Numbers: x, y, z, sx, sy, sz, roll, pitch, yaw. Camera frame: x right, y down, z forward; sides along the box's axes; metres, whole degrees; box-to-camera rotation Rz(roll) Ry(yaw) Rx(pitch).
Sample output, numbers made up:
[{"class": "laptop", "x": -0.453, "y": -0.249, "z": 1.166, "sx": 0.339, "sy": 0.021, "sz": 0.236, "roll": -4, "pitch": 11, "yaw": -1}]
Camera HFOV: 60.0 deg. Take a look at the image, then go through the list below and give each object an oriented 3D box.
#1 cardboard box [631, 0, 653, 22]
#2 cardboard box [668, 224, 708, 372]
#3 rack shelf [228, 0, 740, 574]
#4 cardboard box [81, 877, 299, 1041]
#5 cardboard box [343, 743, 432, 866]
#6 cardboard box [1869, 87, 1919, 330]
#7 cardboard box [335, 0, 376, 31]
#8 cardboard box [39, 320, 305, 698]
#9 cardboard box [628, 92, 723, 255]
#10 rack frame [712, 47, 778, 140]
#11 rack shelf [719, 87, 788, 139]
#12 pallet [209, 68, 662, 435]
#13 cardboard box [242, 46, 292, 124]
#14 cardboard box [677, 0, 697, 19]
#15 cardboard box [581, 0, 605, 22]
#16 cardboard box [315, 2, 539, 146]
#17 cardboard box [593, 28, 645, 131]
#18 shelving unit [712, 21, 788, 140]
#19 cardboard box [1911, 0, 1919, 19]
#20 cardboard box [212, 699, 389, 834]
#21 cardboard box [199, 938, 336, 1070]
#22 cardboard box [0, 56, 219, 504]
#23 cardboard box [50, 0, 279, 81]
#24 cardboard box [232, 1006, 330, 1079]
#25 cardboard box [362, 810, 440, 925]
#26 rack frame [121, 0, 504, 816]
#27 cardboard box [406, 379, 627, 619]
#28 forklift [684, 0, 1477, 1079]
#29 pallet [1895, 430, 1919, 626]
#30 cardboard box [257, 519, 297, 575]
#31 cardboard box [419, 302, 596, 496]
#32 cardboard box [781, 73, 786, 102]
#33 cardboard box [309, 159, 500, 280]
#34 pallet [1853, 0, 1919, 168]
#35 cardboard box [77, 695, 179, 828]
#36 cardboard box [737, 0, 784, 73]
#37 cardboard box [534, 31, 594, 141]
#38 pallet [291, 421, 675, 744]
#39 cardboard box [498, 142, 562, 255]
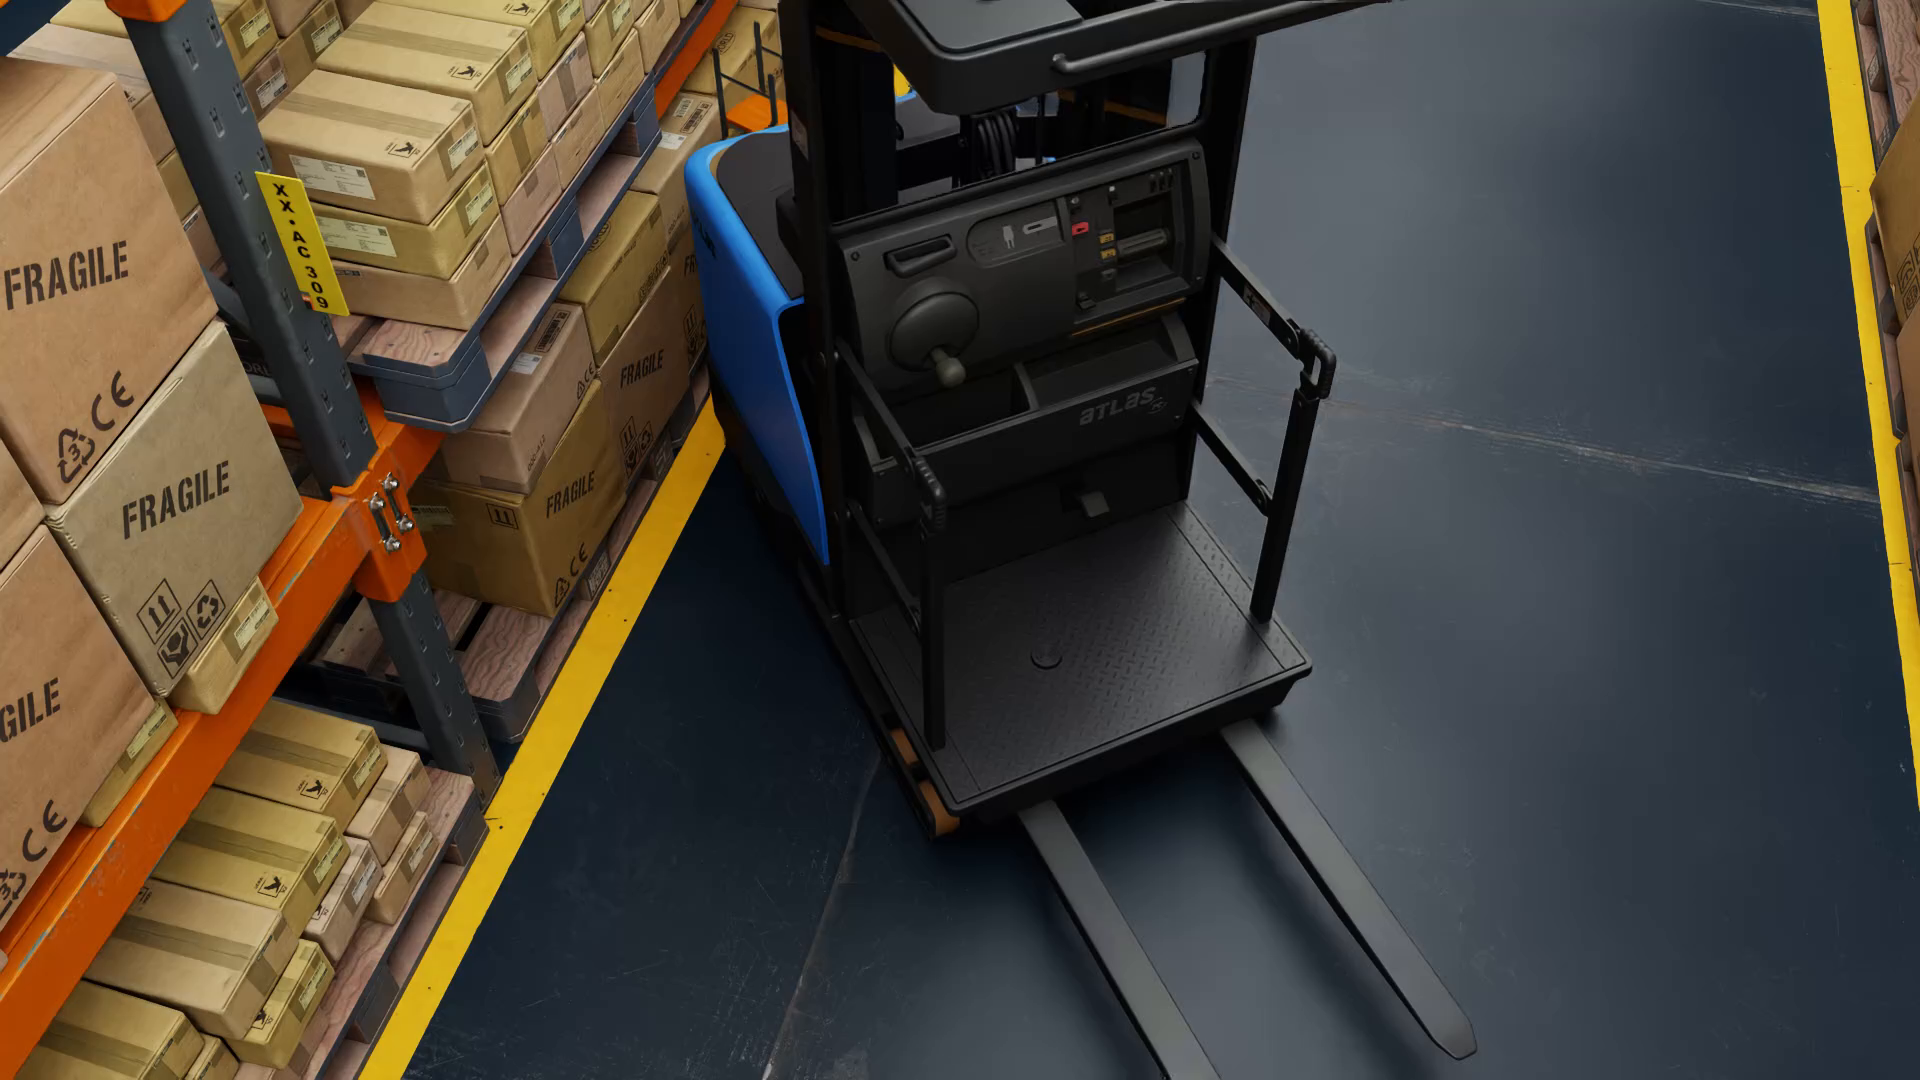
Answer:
[{"class": "cardboard box", "x": -0.959, "y": -1.481, "z": 4.245, "sx": 0.380, "sy": 0.149, "sz": 0.250, "roll": 13, "pitch": 50, "yaw": 12}, {"class": "cardboard box", "x": -1.064, "y": -0.932, "z": 5.459, "sx": 0.500, "sy": 0.500, "sz": 0.500, "roll": 12, "pitch": 50, "yaw": 11}, {"class": "rack shelf", "x": -1.251, "y": -1.582, "z": 5.126, "sx": 1.077, "sy": 0.370, "sz": 4.000, "roll": 12, "pitch": 50, "yaw": 10}, {"class": "cardboard box", "x": -1.707, "y": 0.917, "z": 3.665, "sx": 0.380, "sy": 0.149, "sz": 0.250, "roll": 11, "pitch": 50, "yaw": 10}, {"class": "cardboard box", "x": -1.553, "y": 0.623, "z": 4.123, "sx": 0.380, "sy": 0.149, "sz": 0.250, "roll": 12, "pitch": 50, "yaw": 11}, {"class": "cardboard box", "x": 3.833, "y": -1.156, "z": 5.407, "sx": 1.225, "sy": 0.875, "sz": 0.875, "roll": 9, "pitch": 49, "yaw": 8}, {"class": "cardboard box", "x": -1.659, "y": -1.423, "z": 4.195, "sx": 0.380, "sy": 0.149, "sz": 0.250, "roll": 10, "pitch": 49, "yaw": 9}, {"class": "cardboard box", "x": -1.632, "y": -0.100, "z": 3.072, "sx": 0.500, "sy": 0.500, "sz": 0.500, "roll": 12, "pitch": 50, "yaw": 10}, {"class": "cardboard box", "x": -1.051, "y": -1.170, "z": 5.169, "sx": 0.500, "sy": 0.250, "sz": 0.500, "roll": 13, "pitch": 50, "yaw": 11}, {"class": "rack frame", "x": -0.644, "y": -1.013, "z": 5.341, "sx": 0.240, "sy": 1.200, "sz": 0.006, "roll": 30, "pitch": 55, "yaw": 23}, {"class": "rack shelf", "x": -0.586, "y": -1.274, "z": 5.151, "sx": 0.258, "sy": 0.103, "sz": 0.180, "roll": 30, "pitch": 55, "yaw": 23}, {"class": "pallet", "x": -1.435, "y": -0.834, "z": 4.114, "sx": 1.003, "sy": 0.211, "sz": 1.213, "roll": 12, "pitch": 50, "yaw": 10}, {"class": "cardboard box", "x": -1.795, "y": -1.046, "z": 3.861, "sx": 0.380, "sy": 0.149, "sz": 0.250, "roll": 12, "pitch": 50, "yaw": 10}, {"class": "cardboard box", "x": -0.891, "y": -1.569, "z": 4.522, "sx": 0.380, "sy": 0.149, "sz": 0.250, "roll": 11, "pitch": 49, "yaw": 9}, {"class": "cardboard box", "x": -1.024, "y": -1.389, "z": 3.966, "sx": 0.380, "sy": 0.149, "sz": 0.250, "roll": 11, "pitch": 49, "yaw": 10}, {"class": "cardboard box", "x": -1.162, "y": -1.024, "z": 3.643, "sx": 0.380, "sy": 0.149, "sz": 0.250, "roll": 13, "pitch": 50, "yaw": 11}, {"class": "cardboard box", "x": -1.026, "y": -1.187, "z": 4.184, "sx": 0.380, "sy": 0.149, "sz": 0.250, "roll": 12, "pitch": 50, "yaw": 10}, {"class": "shelving unit", "x": -0.589, "y": -1.067, "z": 5.389, "sx": 0.258, "sy": 1.200, "sz": 0.189, "roll": 30, "pitch": 55, "yaw": 23}, {"class": "cardboard box", "x": 4.325, "y": -2.426, "z": 6.764, "sx": 0.700, "sy": 0.500, "sz": 0.500, "roll": 8, "pitch": 49, "yaw": 7}, {"class": "cardboard box", "x": -1.619, "y": 0.542, "z": 3.995, "sx": 0.380, "sy": 0.149, "sz": 0.250, "roll": 13, "pitch": 50, "yaw": 11}, {"class": "cardboard box", "x": -1.666, "y": 1.018, "z": 3.774, "sx": 0.380, "sy": 0.149, "sz": 0.250, "roll": 10, "pitch": 49, "yaw": 9}, {"class": "cardboard box", "x": -1.640, "y": -0.443, "z": 2.708, "sx": 0.500, "sy": 0.500, "sz": 0.500, "roll": 10, "pitch": 49, "yaw": 9}, {"class": "cardboard box", "x": -1.790, "y": -1.150, "z": 3.755, "sx": 0.380, "sy": 0.149, "sz": 0.250, "roll": 10, "pitch": 49, "yaw": 9}, {"class": "cardboard box", "x": -1.708, "y": 1.157, "z": 3.850, "sx": 0.380, "sy": 0.149, "sz": 0.250, "roll": 10, "pitch": 49, "yaw": 9}, {"class": "cardboard box", "x": -1.551, "y": 0.781, "z": 4.181, "sx": 0.380, "sy": 0.149, "sz": 0.250, "roll": 12, "pitch": 50, "yaw": 11}, {"class": "rack frame", "x": -1.777, "y": -0.374, "z": 3.579, "sx": 1.000, "sy": 3.000, "sz": 0.127, "roll": 12, "pitch": 50, "yaw": 10}, {"class": "cardboard box", "x": -1.327, "y": -0.168, "z": 4.785, "sx": 0.500, "sy": 0.500, "sz": 0.500, "roll": 13, "pitch": 50, "yaw": 11}, {"class": "forklift", "x": 0.267, "y": -0.546, "z": 3.777, "sx": 1.130, "sy": 2.935, "sz": 3.031, "roll": -20, "pitch": 51, "yaw": -16}, {"class": "pallet", "x": 3.431, "y": 0.143, "z": 4.983, "sx": 1.003, "sy": 0.211, "sz": 1.213, "roll": 12, "pitch": 50, "yaw": 10}, {"class": "cardboard box", "x": -1.626, "y": -0.038, "z": 3.450, "sx": 0.380, "sy": 0.149, "sz": 0.250, "roll": 11, "pitch": 50, "yaw": 10}, {"class": "cardboard box", "x": -1.328, "y": -0.416, "z": 4.504, "sx": 0.500, "sy": 0.250, "sz": 0.500, "roll": 10, "pitch": 49, "yaw": 8}, {"class": "cardboard box", "x": -0.785, "y": -1.677, "z": 6.116, "sx": 0.500, "sy": 0.500, "sz": 0.500, "roll": 13, "pitch": 50, "yaw": 12}, {"class": "cardboard box", "x": -1.230, "y": -0.722, "z": 3.576, "sx": 0.380, "sy": 0.149, "sz": 0.250, "roll": 12, "pitch": 50, "yaw": 11}, {"class": "pallet", "x": 4.241, "y": -1.857, "z": 6.749, "sx": 1.003, "sy": 0.211, "sz": 1.213, "roll": 12, "pitch": 50, "yaw": 10}, {"class": "cardboard box", "x": -1.717, "y": 0.351, "z": 3.107, "sx": 0.380, "sy": 0.149, "sz": 0.250, "roll": 13, "pitch": 50, "yaw": 12}, {"class": "cardboard box", "x": -0.774, "y": -1.913, "z": 5.825, "sx": 0.500, "sy": 0.250, "sz": 0.500, "roll": 12, "pitch": 50, "yaw": 11}, {"class": "cardboard box", "x": -1.096, "y": -1.097, "z": 3.906, "sx": 0.380, "sy": 0.149, "sz": 0.250, "roll": 13, "pitch": 50, "yaw": 11}, {"class": "pallet", "x": -1.573, "y": -0.015, "z": 5.122, "sx": 1.003, "sy": 0.211, "sz": 1.213, "roll": 12, "pitch": 50, "yaw": 10}, {"class": "cardboard box", "x": -1.162, "y": -0.826, "z": 3.865, "sx": 0.380, "sy": 0.149, "sz": 0.250, "roll": 12, "pitch": 50, "yaw": 11}]
